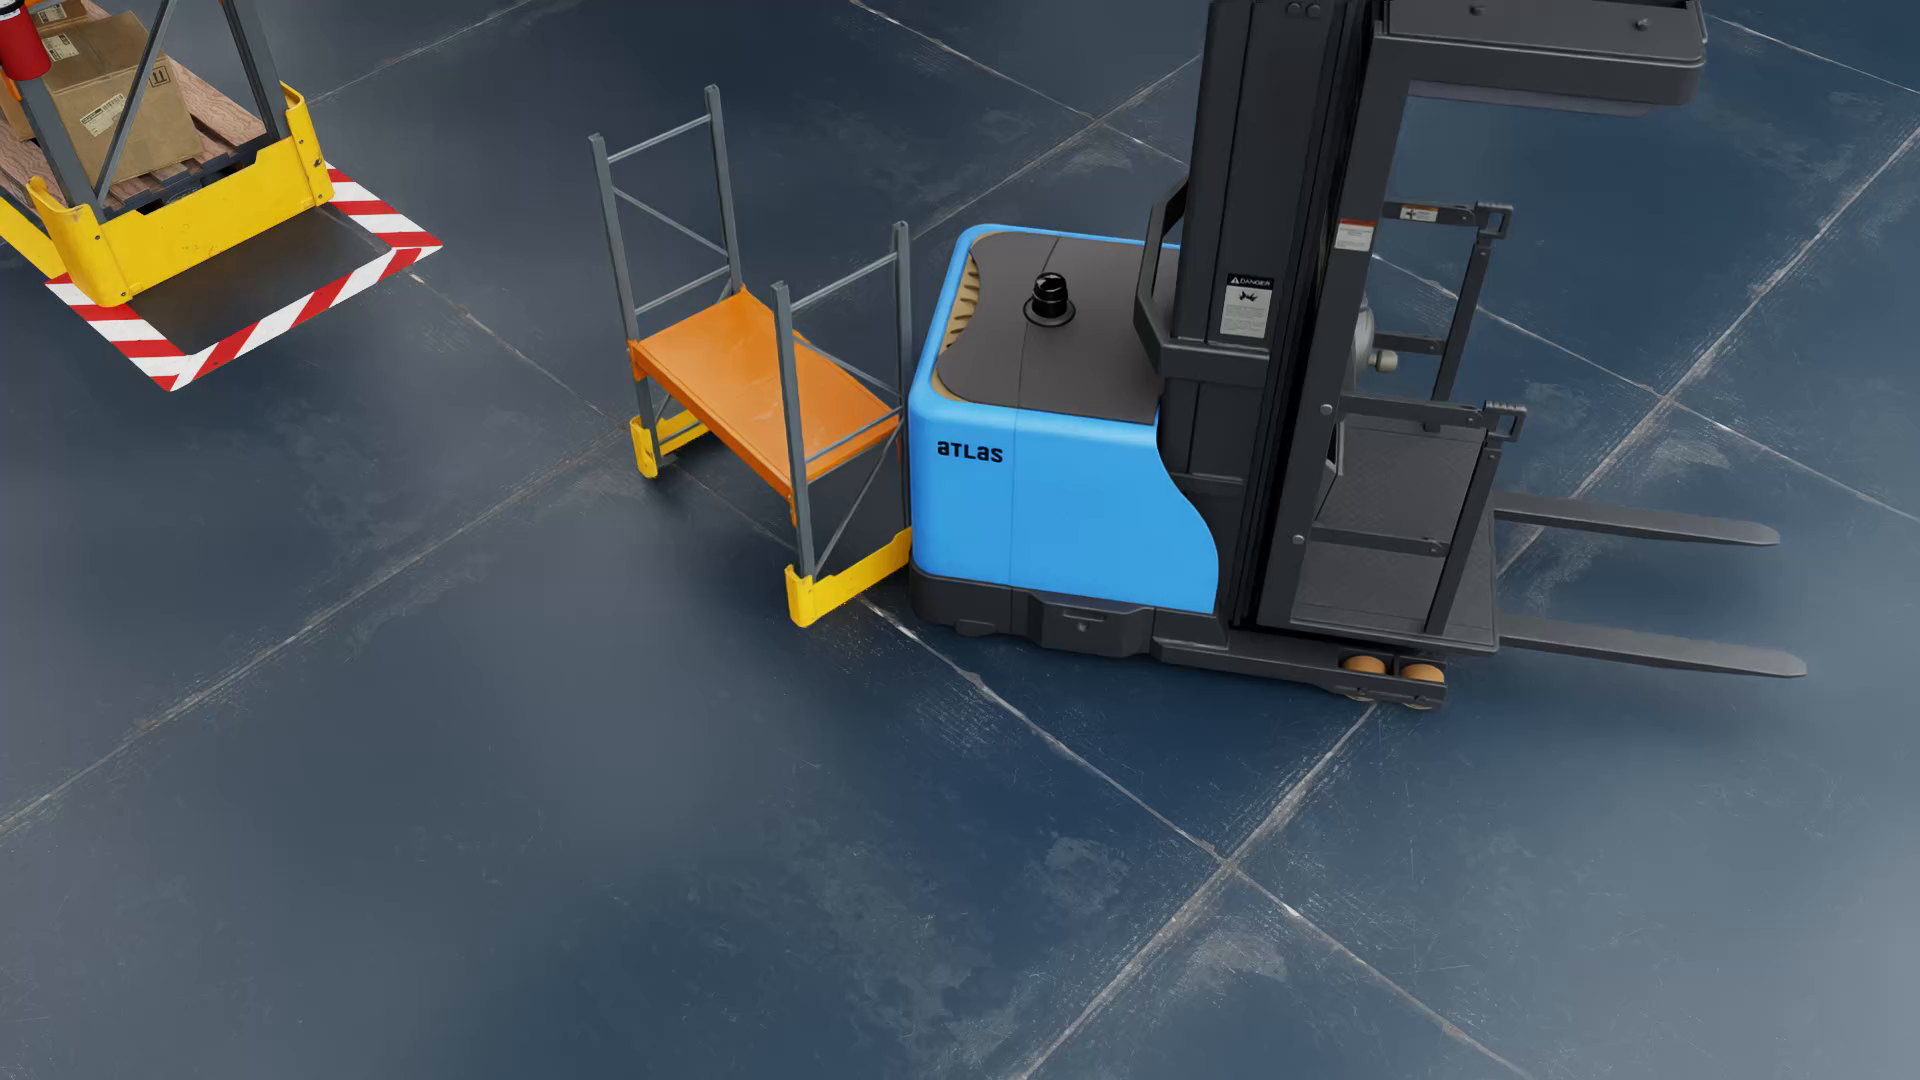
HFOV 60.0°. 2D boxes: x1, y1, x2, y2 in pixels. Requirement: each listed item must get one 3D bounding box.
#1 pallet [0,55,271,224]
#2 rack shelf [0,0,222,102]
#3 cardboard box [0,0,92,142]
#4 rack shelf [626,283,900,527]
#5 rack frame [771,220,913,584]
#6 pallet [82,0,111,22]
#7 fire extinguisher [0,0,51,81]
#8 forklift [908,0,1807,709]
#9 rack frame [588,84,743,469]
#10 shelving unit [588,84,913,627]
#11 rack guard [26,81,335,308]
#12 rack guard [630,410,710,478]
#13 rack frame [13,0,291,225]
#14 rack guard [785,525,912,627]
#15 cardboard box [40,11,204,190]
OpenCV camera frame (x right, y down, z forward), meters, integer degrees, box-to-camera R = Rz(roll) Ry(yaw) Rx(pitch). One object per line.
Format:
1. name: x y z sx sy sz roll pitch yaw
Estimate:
1. pallet: -3.989 -1.876 7.867 1.213 0.211 1.003 34 55 28
2. rack shelf: -4.830 -3.115 7.611 4.000 0.370 1.077 34 55 28
3. cardboard box: -4.271 -2.255 7.737 0.500 0.500 0.500 -25 52 -21
4. rack shelf: -0.687 -0.504 5.941 0.538 0.185 1.000 -32 54 -26
5. rack frame: -0.357 -0.345 5.545 0.500 1.500 0.032 -32 54 -26
6. pallet: -4.882 -2.479 8.433 1.213 0.211 1.003 34 55 28
7. fire extinguisher: -3.589 -2.042 6.163 0.183 0.674 0.296 34 55 28
8. forklift: 1.389 -0.846 5.034 3.031 2.935 1.130 8 47 7
9. rack frame: -1.016 -0.909 6.075 0.500 1.500 0.032 -32 54 -26
10. shelving unit: -0.693 -0.632 5.815 0.587 1.500 1.083 -32 54 -26
11. rack guard: -3.416 -1.554 7.366 0.348 0.500 1.175 34 55 28
12. rack guard: -1.015 -0.481 6.530 0.587 0.250 0.087 -32 54 -26
13. rack frame: -3.361 -2.372 6.420 0.127 3.000 1.000 34 55 28
14. rack guard: -0.370 0.072 6.011 0.587 0.250 0.087 -32 54 -26
15. cardboard box: -3.808 -1.978 7.476 0.500 0.500 0.500 -28 53 -24
